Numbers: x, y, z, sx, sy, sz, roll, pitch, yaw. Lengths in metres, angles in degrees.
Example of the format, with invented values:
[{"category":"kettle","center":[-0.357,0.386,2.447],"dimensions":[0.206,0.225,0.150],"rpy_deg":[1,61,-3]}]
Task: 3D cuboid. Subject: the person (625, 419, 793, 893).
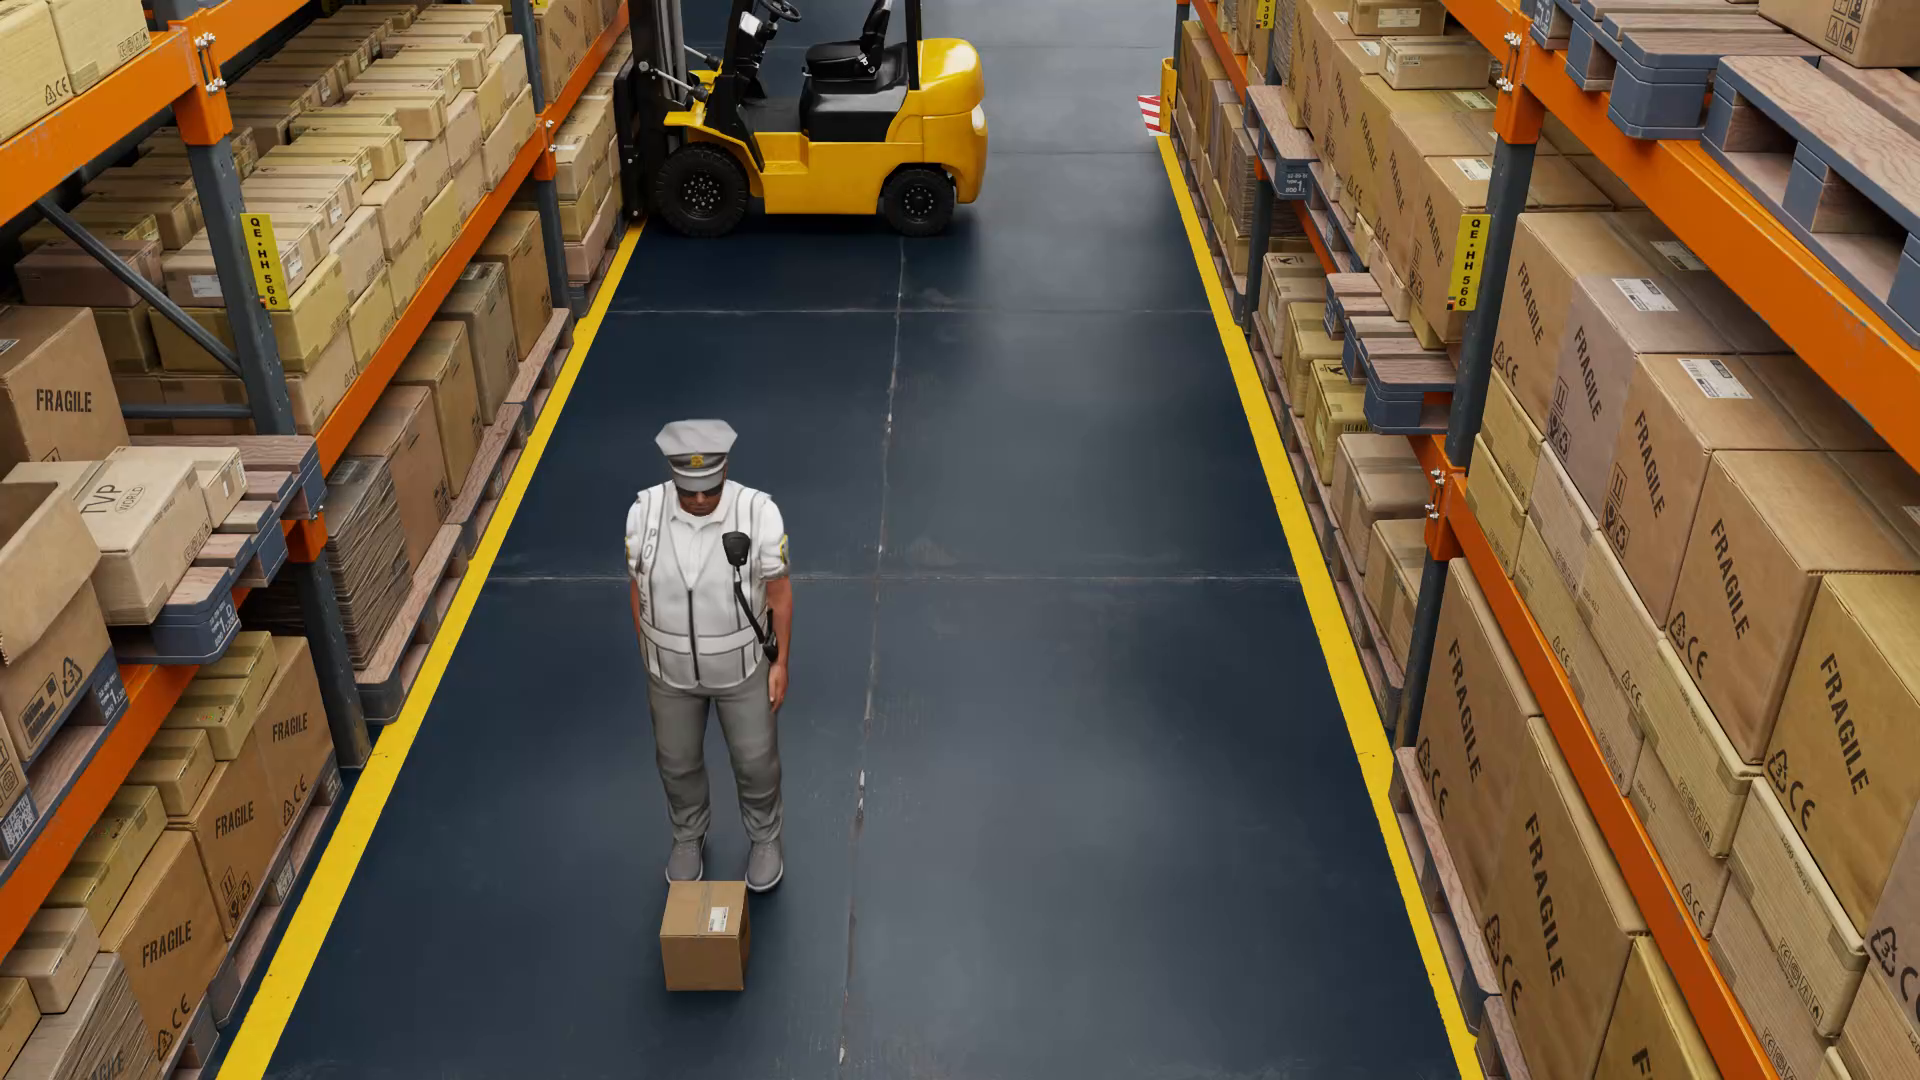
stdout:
[{"category":"person","center":[-0.806,0.401,5.485],"dimensions":[0.530,1.740,0.391],"rpy_deg":[0,31,1]}]
